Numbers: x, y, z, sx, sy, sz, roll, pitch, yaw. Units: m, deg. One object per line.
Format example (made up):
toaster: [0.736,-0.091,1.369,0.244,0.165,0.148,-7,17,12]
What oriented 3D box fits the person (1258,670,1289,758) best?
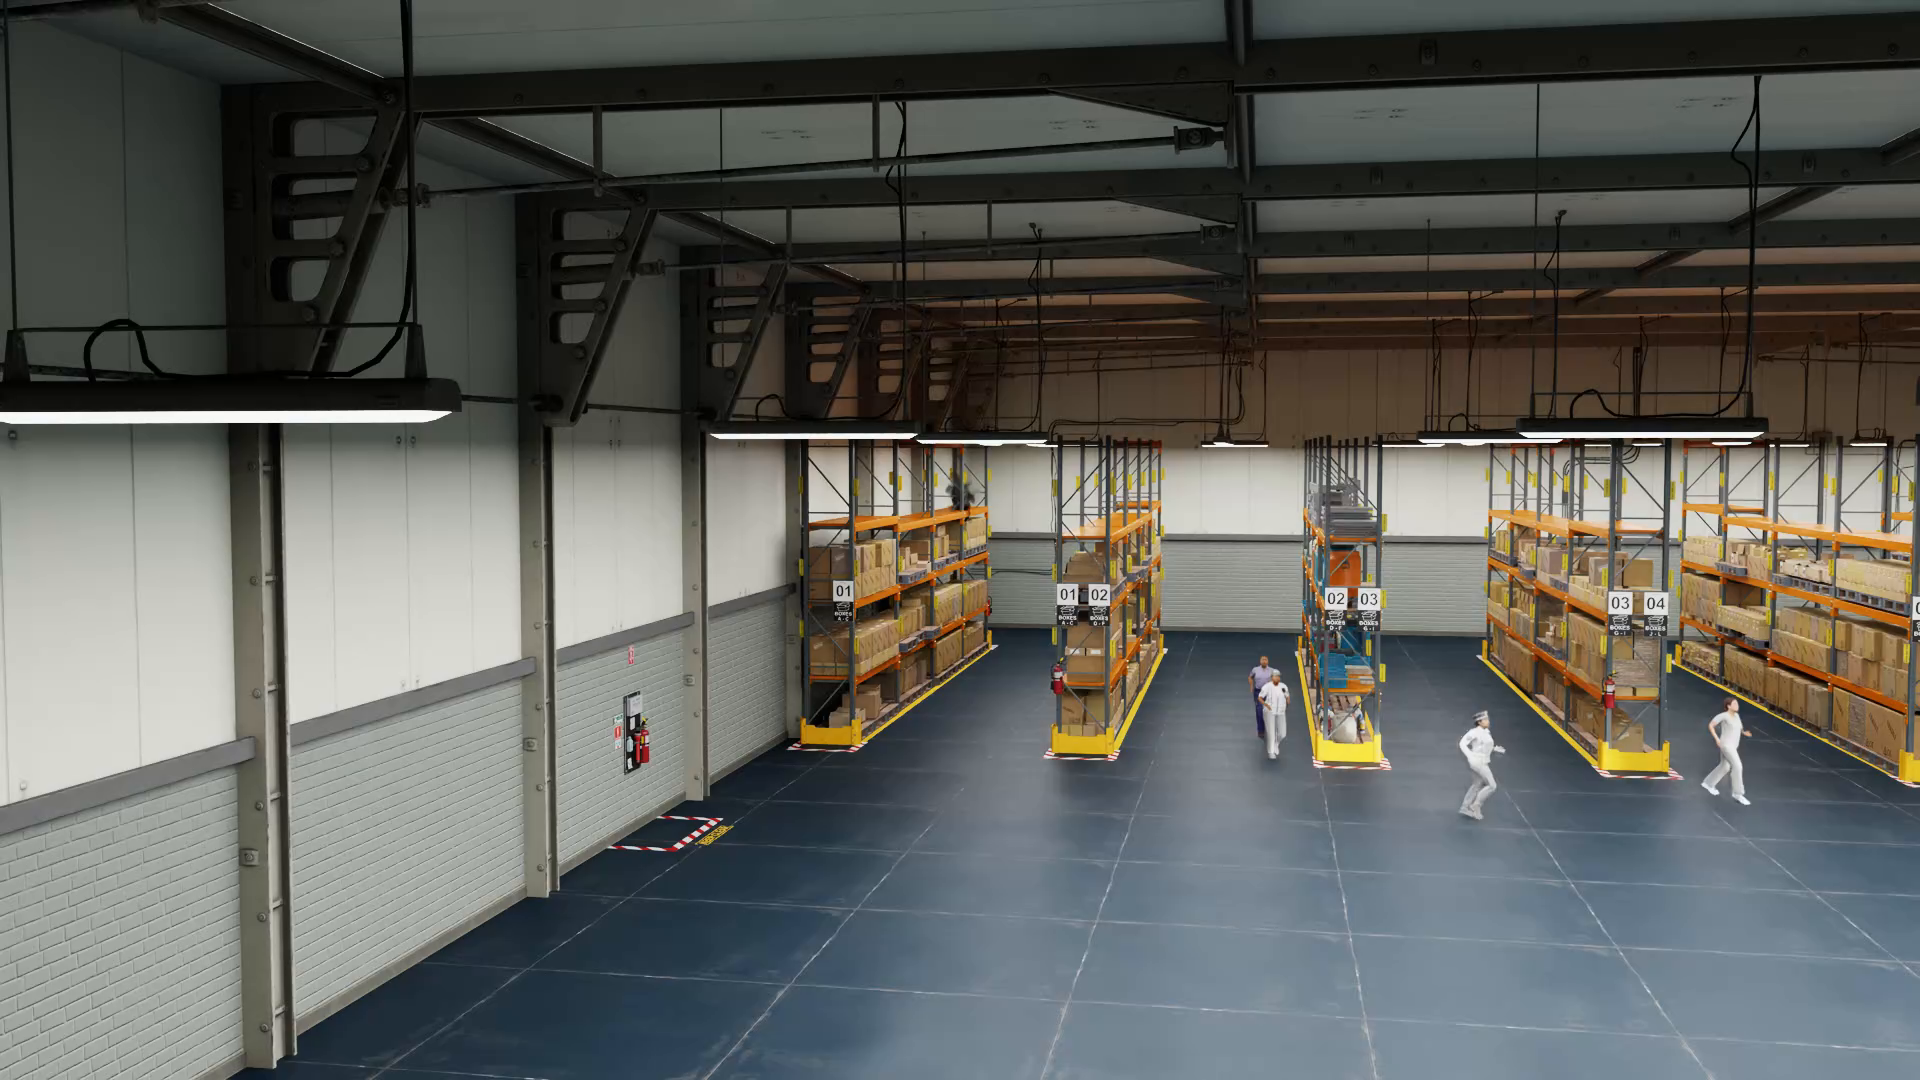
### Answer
person: [5.880,3.254,31.044,0.619,1.657,0.550,0,3,-7]

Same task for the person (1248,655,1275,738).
person: [6.078,3.108,33.282,0.619,1.618,0.862,1,3,9]

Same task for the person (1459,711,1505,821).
person: [8.107,3.492,25.810,0.659,1.710,0.584,2,4,36]

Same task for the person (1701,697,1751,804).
person: [12.573,3.409,27.243,0.559,1.703,0.839,-3,4,-41]
